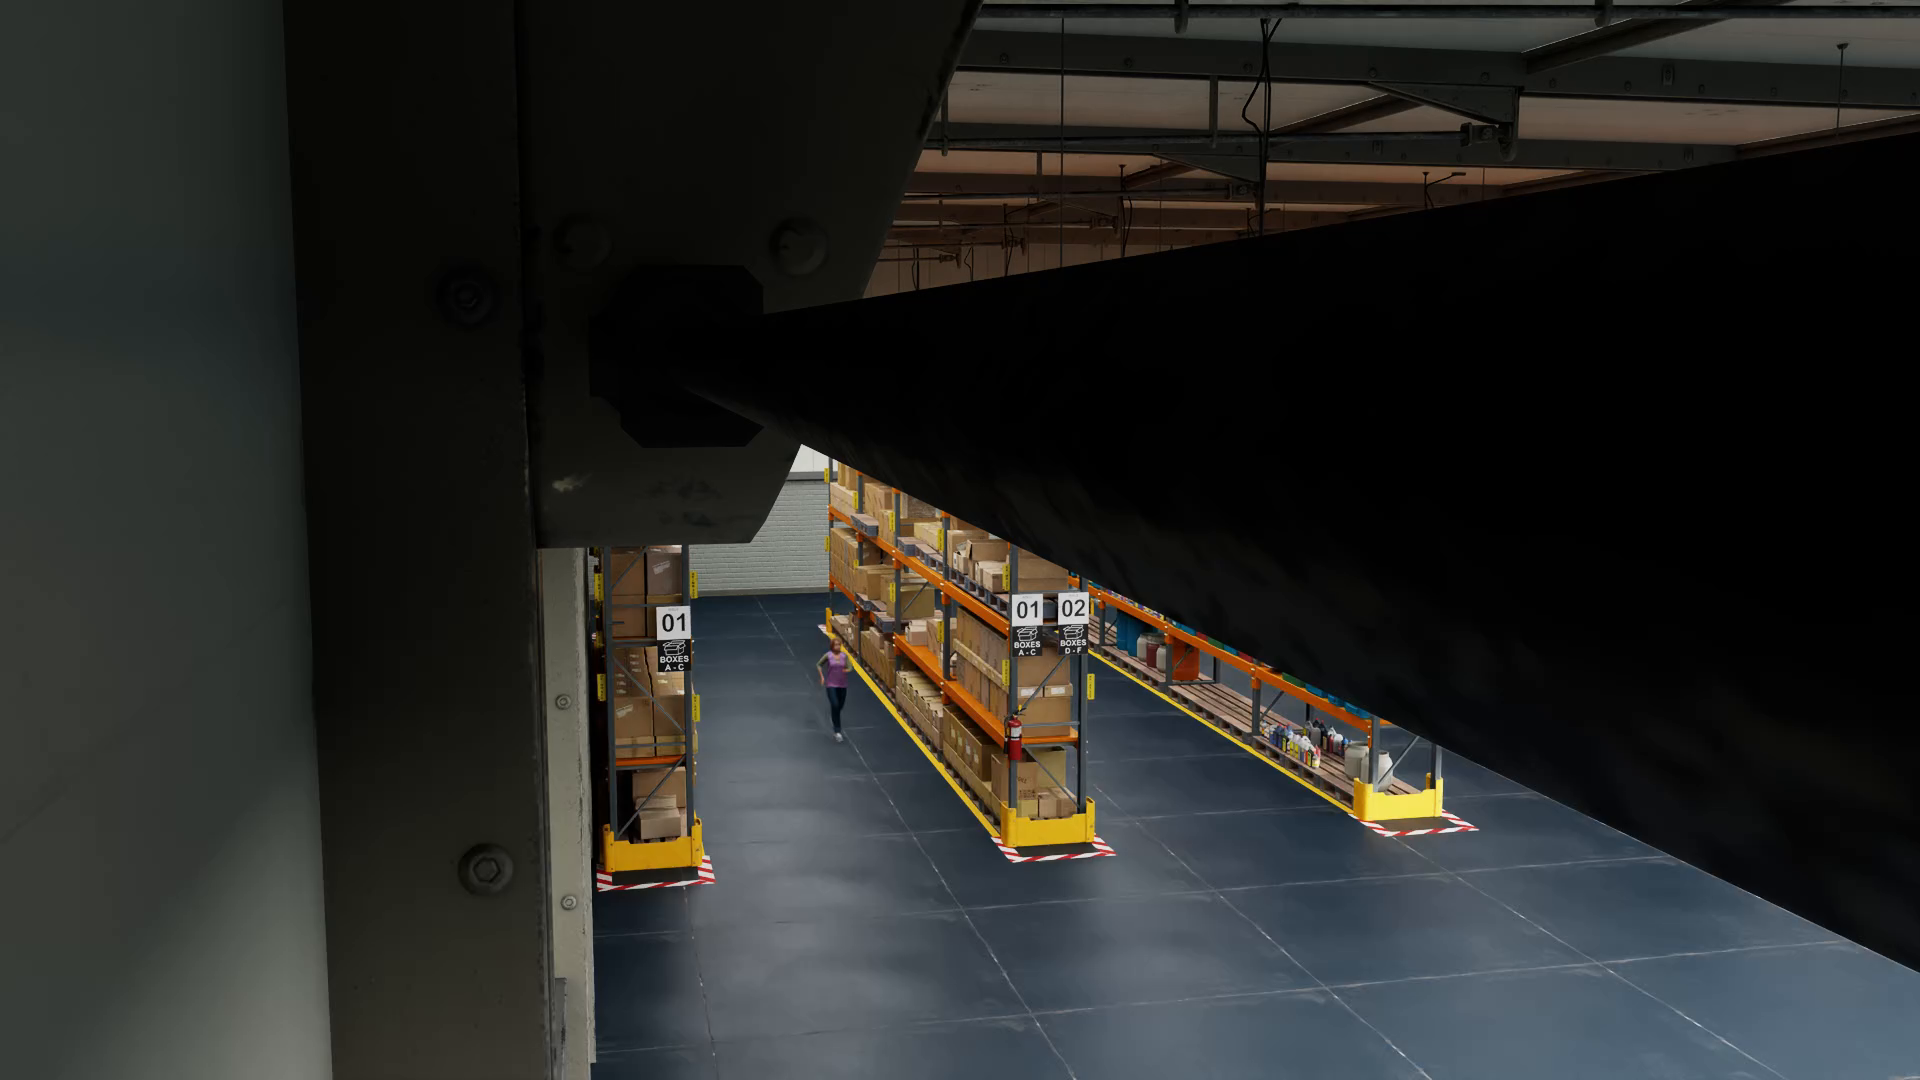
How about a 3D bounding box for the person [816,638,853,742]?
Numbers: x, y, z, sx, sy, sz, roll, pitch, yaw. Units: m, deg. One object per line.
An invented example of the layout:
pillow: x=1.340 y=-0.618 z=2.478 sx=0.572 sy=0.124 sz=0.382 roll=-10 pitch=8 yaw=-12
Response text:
person: x=-1.987 y=2.357 z=26.649 sx=0.537 sy=1.602 sz=0.862 roll=-3 pitch=7 yaw=-21
